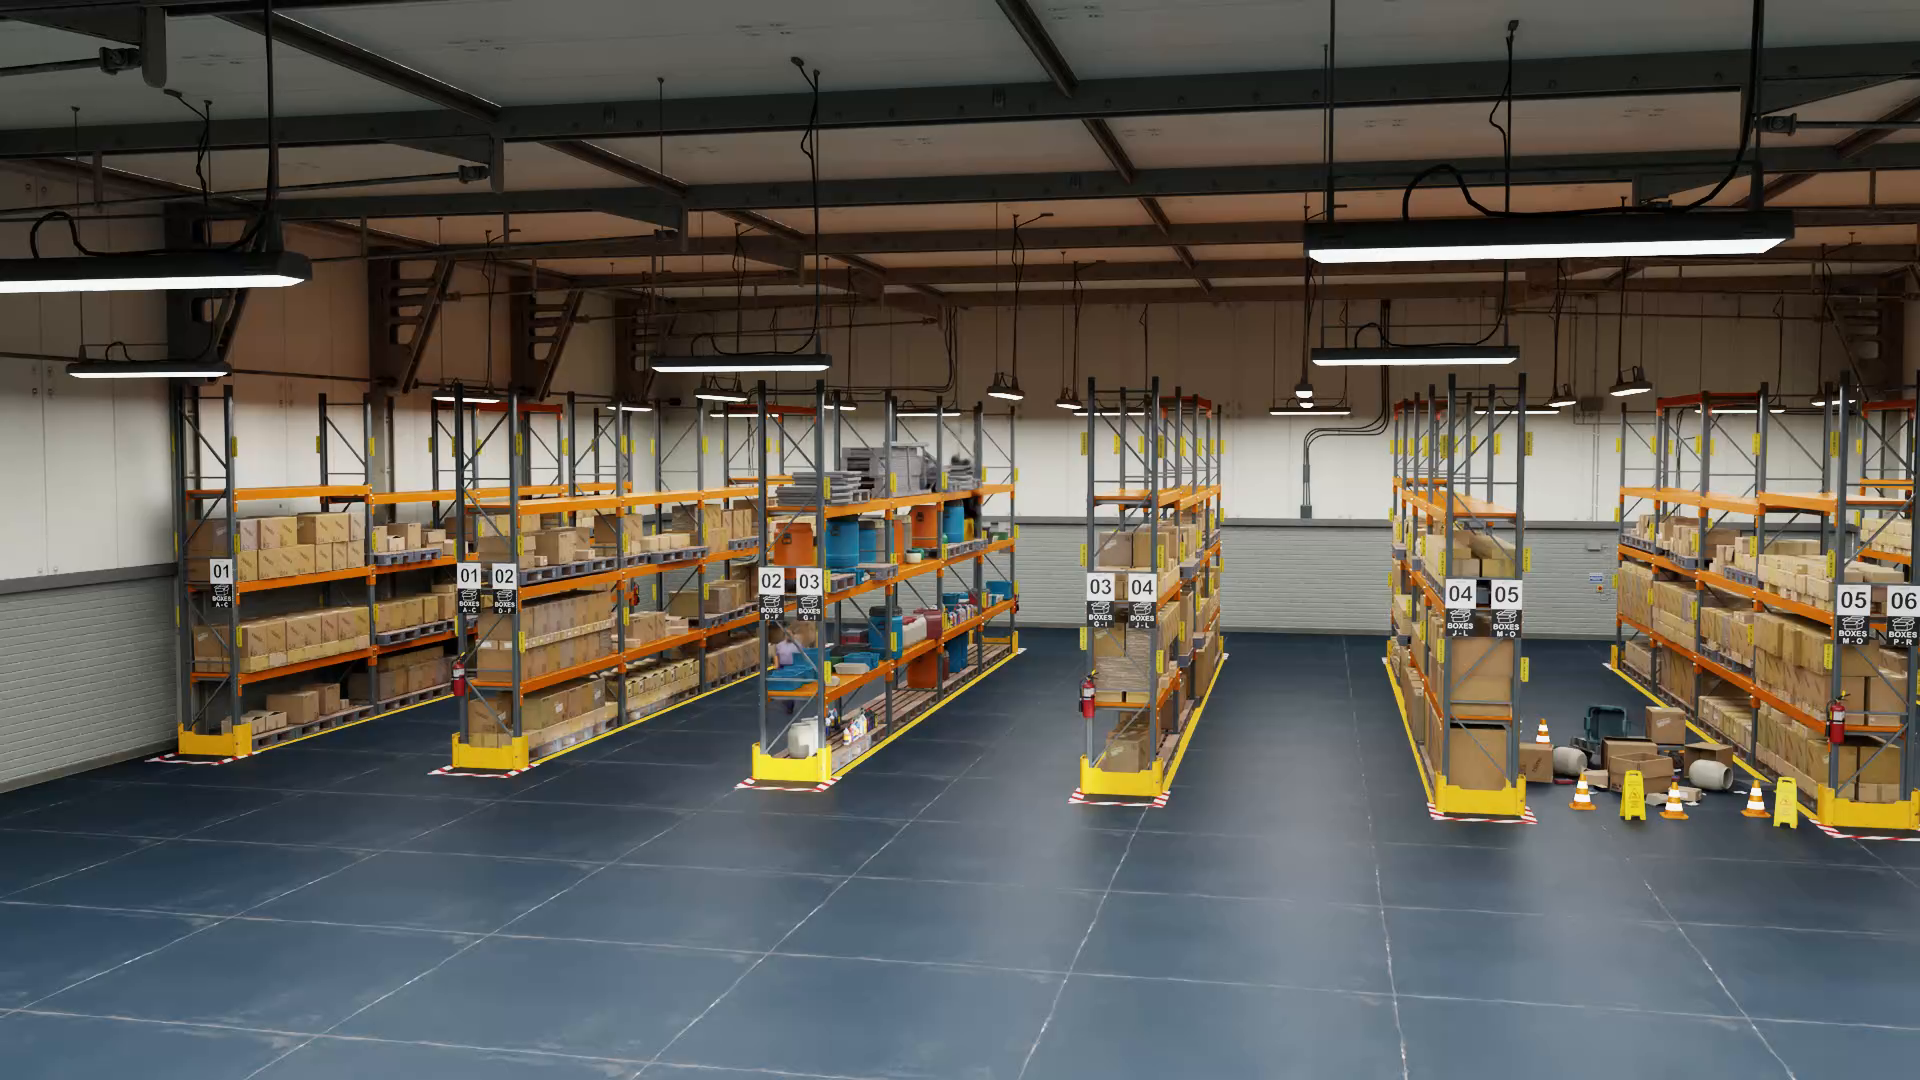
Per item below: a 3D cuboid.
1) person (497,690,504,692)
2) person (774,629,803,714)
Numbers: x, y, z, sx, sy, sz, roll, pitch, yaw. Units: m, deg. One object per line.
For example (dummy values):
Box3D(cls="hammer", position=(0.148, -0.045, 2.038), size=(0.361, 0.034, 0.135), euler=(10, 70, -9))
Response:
Box3D(cls="person", position=(-8.204, 2.447, 30.074), size=(0.688, 1.721, 0.582), euler=(0, 3, 2))
Box3D(cls="person", position=(-3.210, 2.500, 31.212), size=(0.607, 1.513, 0.551), euler=(0, 3, 3))
